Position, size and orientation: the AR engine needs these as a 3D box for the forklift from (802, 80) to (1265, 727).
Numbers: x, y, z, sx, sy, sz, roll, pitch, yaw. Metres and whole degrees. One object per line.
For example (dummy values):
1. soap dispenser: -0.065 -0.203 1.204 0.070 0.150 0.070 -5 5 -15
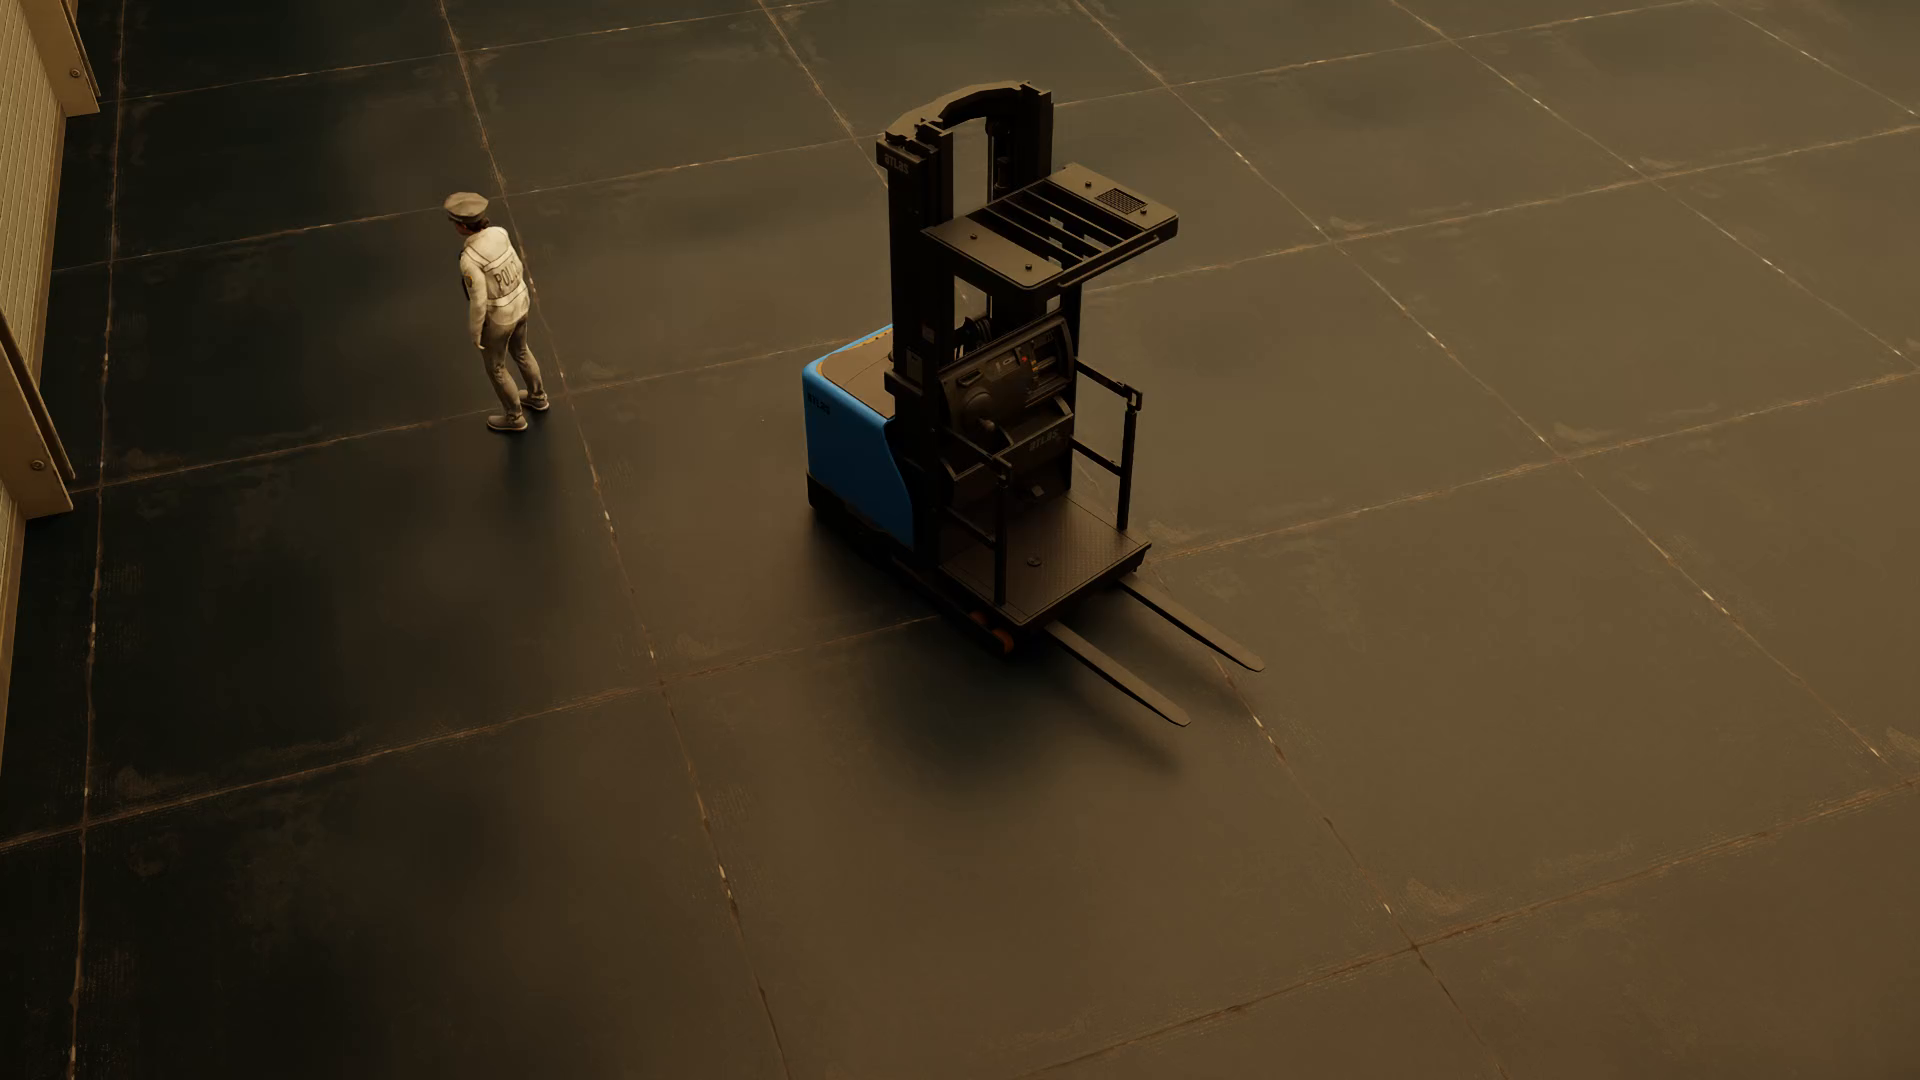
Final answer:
1. forklift: 0.409 -0.833 8.988 1.130 2.935 3.031 -30 49 -31

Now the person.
1. person: -2.975 -1.451 10.711 0.375 1.664 0.547 14 42 16
